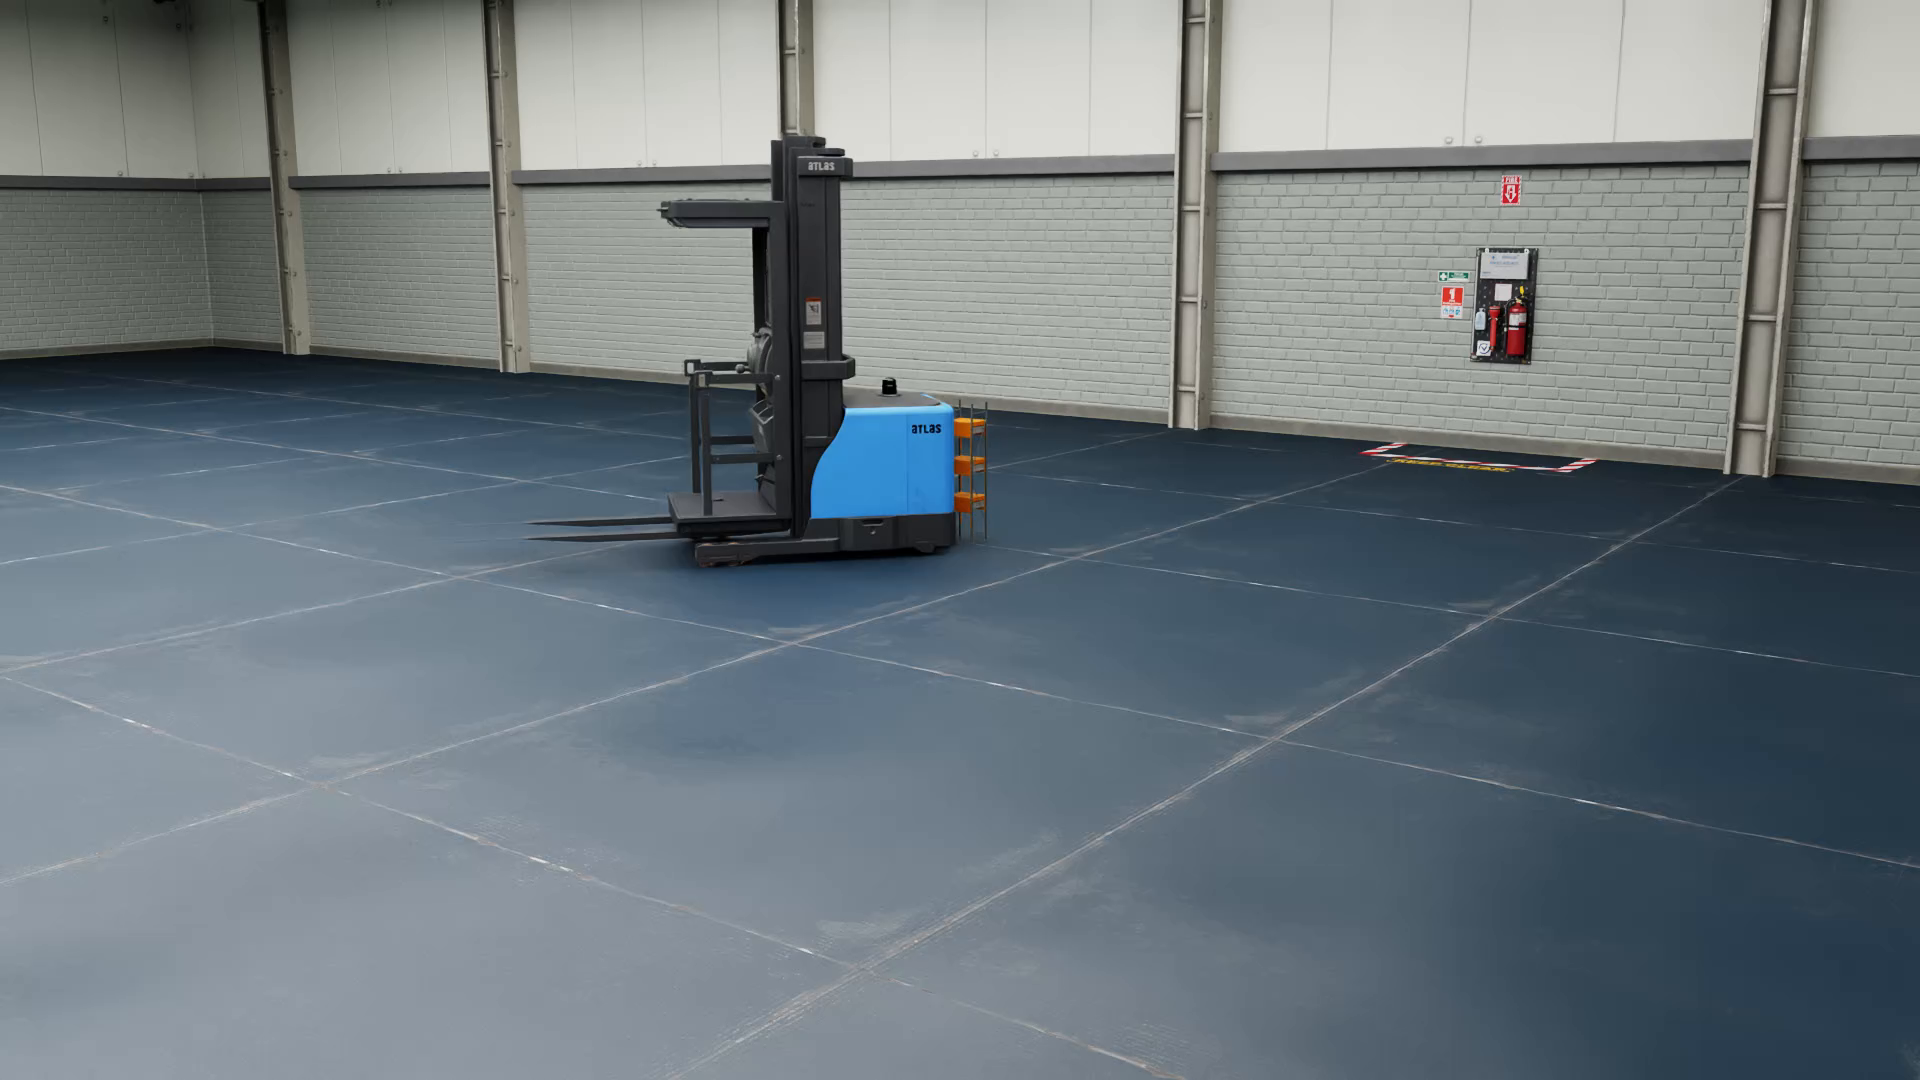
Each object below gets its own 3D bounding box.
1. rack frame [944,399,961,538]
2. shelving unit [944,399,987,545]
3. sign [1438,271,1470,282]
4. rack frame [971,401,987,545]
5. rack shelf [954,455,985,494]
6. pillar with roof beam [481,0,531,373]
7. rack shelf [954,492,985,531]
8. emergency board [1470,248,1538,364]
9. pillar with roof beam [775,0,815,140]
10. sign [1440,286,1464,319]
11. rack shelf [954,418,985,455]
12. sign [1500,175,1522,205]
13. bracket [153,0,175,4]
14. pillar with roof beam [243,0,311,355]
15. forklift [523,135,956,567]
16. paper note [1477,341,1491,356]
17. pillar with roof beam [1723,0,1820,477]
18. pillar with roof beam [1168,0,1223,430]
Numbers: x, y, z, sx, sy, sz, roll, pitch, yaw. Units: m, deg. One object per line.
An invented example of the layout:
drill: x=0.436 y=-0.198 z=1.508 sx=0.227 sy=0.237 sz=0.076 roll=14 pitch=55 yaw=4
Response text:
rack frame: x=-0.055 y=-0.523 z=12.470 sx=0.008 sy=1.050 sz=0.200 roll=8 pitch=13 yaw=36
shelving unit: x=0.043 y=-0.509 z=12.399 sx=0.252 sy=1.050 sz=0.215 roll=8 pitch=13 yaw=36
sign: x=5.140 y=-2.741 z=17.313 sx=0.331 sy=0.109 sz=0.001 roll=8 pitch=13 yaw=36
rack frame: x=0.141 y=-0.496 z=12.328 sx=0.008 sy=1.050 sz=0.200 roll=8 pitch=13 yaw=36
rack shelf: x=0.043 y=-0.499 z=12.401 sx=0.240 sy=0.259 sz=0.215 roll=8 pitch=13 yaw=36
pillar with roof beam: x=-9.561 y=-6.414 z=21.991 sx=0.400 sy=9.000 sz=9.100 roll=8 pitch=13 yaw=36
rack shelf: x=0.043 y=-0.226 z=12.454 sx=0.240 sy=0.259 sz=0.215 roll=8 pitch=13 yaw=36
emergency board: x=5.526 y=-2.387 z=16.973 sx=0.643 sy=1.169 sz=0.194 roll=8 pitch=13 yaw=36
pillar with roof beam: x=-4.725 y=-5.739 z=18.504 sx=0.400 sy=9.000 sz=9.100 roll=8 pitch=13 yaw=36
sign: x=5.142 y=-2.483 z=17.373 sx=0.234 sy=0.329 sz=0.001 roll=8 pitch=13 yaw=36
rack shelf: x=0.043 y=-0.778 z=12.347 sx=0.240 sy=0.259 sz=0.215 roll=8 pitch=13 yaw=36
sign: x=5.579 y=-3.542 z=16.837 sx=0.199 sy=0.298 sz=0.001 roll=8 pitch=13 yaw=36
bracket: x=-14.303 y=-9.773 z=29.880 sx=0.430 sy=0.232 sz=0.235 roll=8 pitch=13 yaw=36
pillar with roof beam: x=-14.397 y=-7.088 z=25.478 sx=0.548 sy=9.000 sz=9.100 roll=8 pitch=13 yaw=36
forklift: x=-1.602 y=-1.360 z=11.841 sx=3.031 sy=2.935 sz=1.130 roll=-3 pitch=11 yaw=-13
paper note: x=5.425 y=-1.985 z=17.214 sx=0.142 sy=0.148 sz=0.016 roll=8 pitch=13 yaw=36
pillar with roof beam: x=4.947 y=-4.390 z=11.530 sx=0.400 sy=9.000 sz=9.100 roll=8 pitch=13 yaw=36
pillar with roof beam: x=0.111 y=-5.065 z=15.017 sx=0.400 sy=9.000 sz=9.100 roll=8 pitch=13 yaw=36
